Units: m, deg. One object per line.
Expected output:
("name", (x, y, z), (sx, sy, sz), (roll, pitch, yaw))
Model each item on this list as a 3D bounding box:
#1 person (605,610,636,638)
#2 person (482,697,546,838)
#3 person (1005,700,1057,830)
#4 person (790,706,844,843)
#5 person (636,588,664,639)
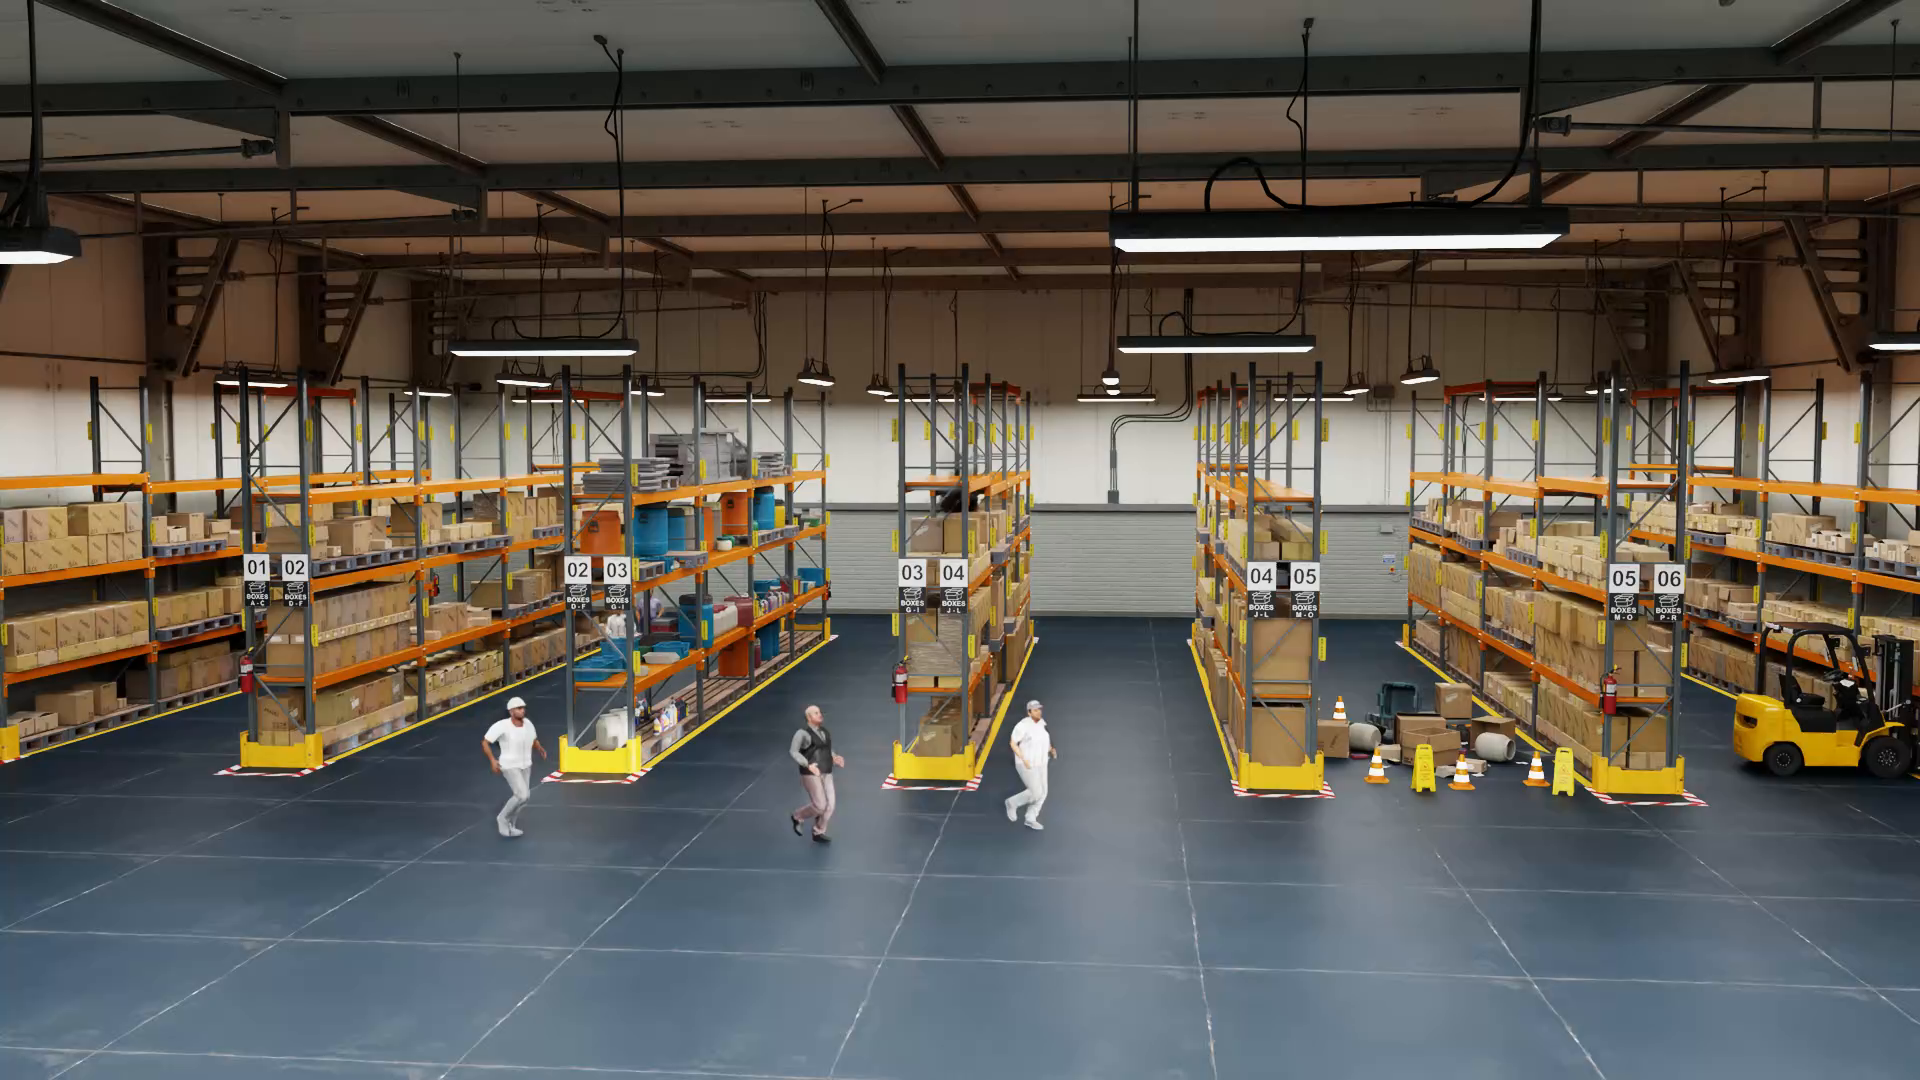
("person", (-6.781, 2.033, 33.155), (0.591, 1.656, 0.598), (0, 4, -4))
("person", (-5.453, 2.808, 20.565), (0.612, 1.730, 0.704), (2, 4, 31))
("person", (0.929, 2.843, 21.120), (0.578, 1.642, 0.599), (3, 5, 43))
("person", (-1.759, 2.859, 20.338), (0.608, 1.672, 0.658), (3, 5, 37))
("person", (-6.855, 1.862, 36.743), (0.608, 1.612, 0.685), (0, 4, -6))
